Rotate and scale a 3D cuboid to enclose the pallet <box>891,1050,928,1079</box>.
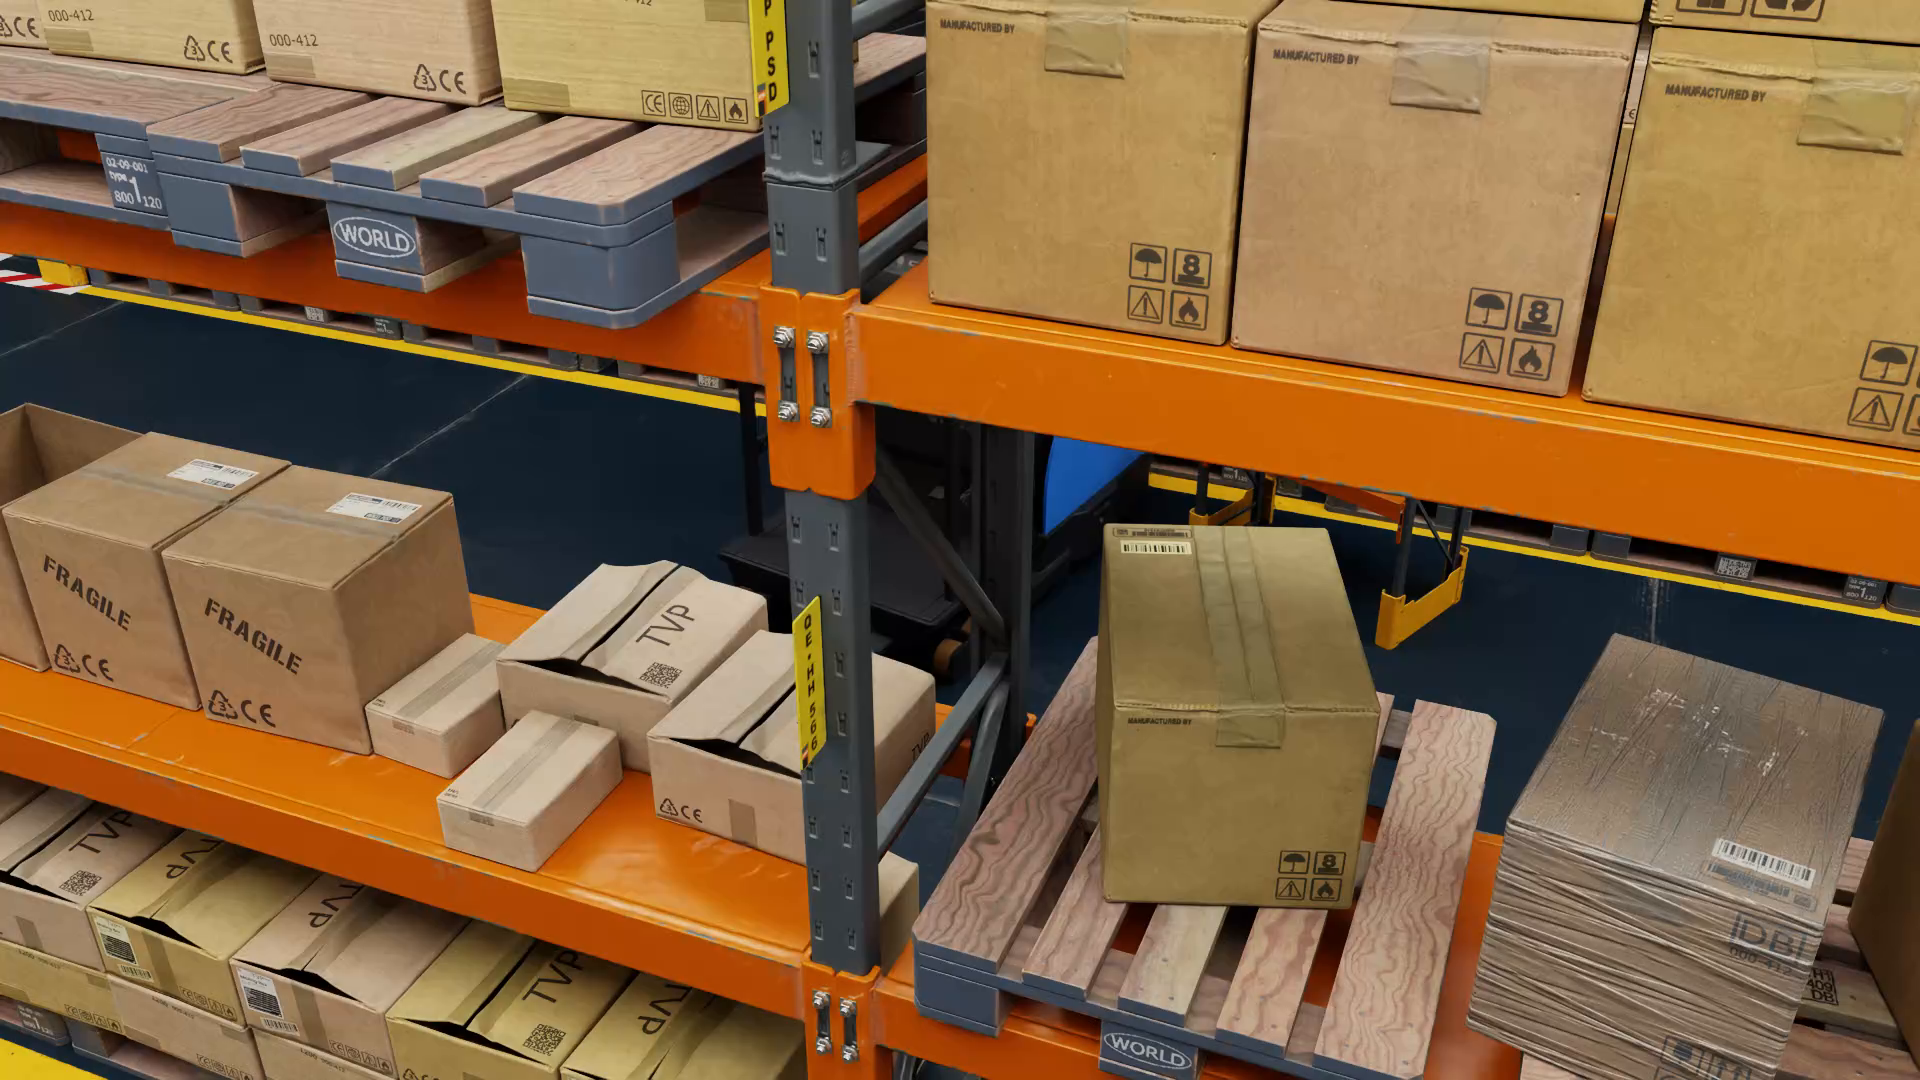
[{"bbox_3d":[-0.818,1.560,4.776,1.213,0.211,1.003,11,31,19],"label":"pallet"}]

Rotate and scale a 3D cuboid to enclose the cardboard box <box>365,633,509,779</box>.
[{"bbox_3d":[-1.273,0.415,4.223,0.250,0.149,0.380,14,32,23],"label":"cardboard box"}]

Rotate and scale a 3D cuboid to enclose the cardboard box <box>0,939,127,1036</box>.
[{"bbox_3d":[-2.542,1.167,5.004,0.500,0.250,0.500,10,31,18],"label":"cardboard box"}]

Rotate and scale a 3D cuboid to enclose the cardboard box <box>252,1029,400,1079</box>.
[{"bbox_3d":[-1.593,1.356,4.671,0.500,0.250,0.500,12,32,20],"label":"cardboard box"}]

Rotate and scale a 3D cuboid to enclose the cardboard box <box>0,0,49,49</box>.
[{"bbox_3d":[-2.028,-1.266,3.619,0.500,0.250,0.500,9,31,15],"label":"cardboard box"}]

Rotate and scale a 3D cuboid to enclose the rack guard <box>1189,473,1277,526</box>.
[{"bbox_3d":[1.258,-0.108,7.686,0.087,0.250,0.587,26,38,38],"label":"rack guard"}]

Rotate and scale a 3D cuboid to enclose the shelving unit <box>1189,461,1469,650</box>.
[{"bbox_3d":[1.613,-0.480,7.074,1.083,1.500,0.587,26,38,38],"label":"shelving unit"}]

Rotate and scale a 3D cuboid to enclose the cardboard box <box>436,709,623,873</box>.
[{"bbox_3d":[-1.007,0.585,3.922,0.250,0.149,0.380,11,31,19],"label":"cardboard box"}]

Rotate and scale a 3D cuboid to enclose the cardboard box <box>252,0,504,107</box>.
[{"bbox_3d":[-1.004,-1.055,3.245,0.500,0.250,0.500,12,32,20],"label":"cardboard box"}]

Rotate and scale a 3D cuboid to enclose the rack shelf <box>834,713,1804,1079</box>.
[{"bbox_3d":[1.783,1.199,3.312,4.000,0.370,1.077,11,31,19],"label":"rack shelf"}]

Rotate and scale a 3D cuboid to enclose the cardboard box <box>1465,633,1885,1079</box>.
[{"bbox_3d":[1.332,0.611,3.093,0.500,0.500,0.700,18,34,28],"label":"cardboard box"}]

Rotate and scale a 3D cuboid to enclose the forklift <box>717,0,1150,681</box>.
[{"bbox_3d":[-0.308,-0.971,6.490,1.130,2.935,3.031,17,34,28],"label":"forklift"}]

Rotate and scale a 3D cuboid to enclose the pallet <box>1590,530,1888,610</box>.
[{"bbox_3d":[3.618,-0.123,7.753,1.213,0.211,1.003,11,31,19],"label":"pallet"}]

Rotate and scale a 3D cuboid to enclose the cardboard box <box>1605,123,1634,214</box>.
[{"bbox_3d":[2.625,-1.618,7.139,0.500,0.500,0.500,12,32,21],"label":"cardboard box"}]

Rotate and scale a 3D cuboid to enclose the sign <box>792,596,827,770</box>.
[{"bbox_3d":[-0.275,0.265,3.055,0.005,0.325,0.100,11,31,19],"label":"sign"}]

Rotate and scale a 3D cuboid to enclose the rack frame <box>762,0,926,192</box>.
[{"bbox_3d":[-0.070,-2.096,2.313,0.127,3.000,1.000,11,31,19],"label":"rack frame"}]

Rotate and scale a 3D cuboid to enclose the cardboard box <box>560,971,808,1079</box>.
[{"bbox_3d":[-0.648,1.301,4.197,0.500,0.311,0.500,12,32,20],"label":"cardboard box"}]

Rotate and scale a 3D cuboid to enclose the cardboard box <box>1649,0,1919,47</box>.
[{"bbox_3d":[1.277,-0.997,2.299,0.500,0.500,0.500,11,31,19],"label":"cardboard box"}]

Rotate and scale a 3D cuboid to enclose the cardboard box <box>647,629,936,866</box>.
[{"bbox_3d":[-0.390,0.467,3.965,0.500,0.311,0.500,13,32,22],"label":"cardboard box"}]

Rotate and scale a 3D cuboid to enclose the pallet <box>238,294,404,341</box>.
[{"bbox_3d":[-3.687,-1.603,10.371,1.213,0.211,1.003,11,31,19],"label":"pallet"}]

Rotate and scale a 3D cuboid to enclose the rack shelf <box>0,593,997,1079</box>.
[{"bbox_3d":[-1.923,0.459,4.621,4.000,0.370,1.077,11,31,19],"label":"rack shelf"}]

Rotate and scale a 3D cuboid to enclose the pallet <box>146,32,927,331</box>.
[{"bbox_3d":[-0.732,-0.793,3.248,1.003,0.211,1.213,13,32,21],"label":"pallet"}]

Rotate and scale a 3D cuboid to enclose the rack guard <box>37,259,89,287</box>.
[{"bbox_3d":[-5.553,-2.121,10.995,0.348,0.500,1.175,11,31,19],"label":"rack guard"}]

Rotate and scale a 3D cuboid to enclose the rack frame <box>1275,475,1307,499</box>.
[{"bbox_3d":[1.789,-1.744,7.786,0.127,3.000,1.000,11,31,19],"label":"rack frame"}]

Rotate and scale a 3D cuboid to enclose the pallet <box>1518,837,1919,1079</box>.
[{"bbox_3d":[1.734,0.957,3.204,1.213,0.211,1.003,11,31,19],"label":"pallet"}]

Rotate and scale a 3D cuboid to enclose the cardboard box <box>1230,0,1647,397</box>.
[{"bbox_3d":[0.820,-0.674,2.744,0.500,0.500,0.910,11,31,19],"label":"cardboard box"}]

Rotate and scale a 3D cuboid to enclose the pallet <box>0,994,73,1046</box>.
[{"bbox_3d":[-3.079,1.108,5.575,1.213,0.211,1.003,11,31,19],"label":"pallet"}]

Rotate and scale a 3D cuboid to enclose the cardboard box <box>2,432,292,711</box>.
[{"bbox_3d":[-2.119,0.072,4.473,0.500,0.500,0.500,11,31,19],"label":"cardboard box"}]

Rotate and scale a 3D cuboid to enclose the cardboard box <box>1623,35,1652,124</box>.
[{"bbox_3d":[2.611,-1.951,6.967,0.500,0.250,0.500,11,31,18],"label":"cardboard box"}]

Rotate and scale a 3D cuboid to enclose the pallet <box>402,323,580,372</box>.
[{"bbox_3d":[-2.553,-1.378,9.973,1.213,0.211,1.003,11,31,19],"label":"pallet"}]

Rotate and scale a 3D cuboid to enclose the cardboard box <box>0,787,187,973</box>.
[{"bbox_3d":[-2.545,0.926,4.861,0.500,0.311,0.500,10,31,17],"label":"cardboard box"}]

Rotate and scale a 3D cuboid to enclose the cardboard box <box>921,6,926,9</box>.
[{"bbox_3d":[-0.321,-2.395,8.390,0.500,0.500,0.700,16,33,26],"label":"cardboard box"}]

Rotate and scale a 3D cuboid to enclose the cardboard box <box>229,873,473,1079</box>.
[{"bbox_3d":[-1.598,1.113,4.529,0.500,0.311,0.500,11,31,19],"label":"cardboard box"}]

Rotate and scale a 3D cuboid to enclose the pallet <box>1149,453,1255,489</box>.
[{"bbox_3d":[1.066,-0.675,8.730,1.213,0.211,1.003,11,31,19],"label":"pallet"}]

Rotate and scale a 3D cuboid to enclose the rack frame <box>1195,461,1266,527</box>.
[{"bbox_3d":[1.244,-0.658,7.391,0.032,1.500,0.500,26,38,38],"label":"rack frame"}]
